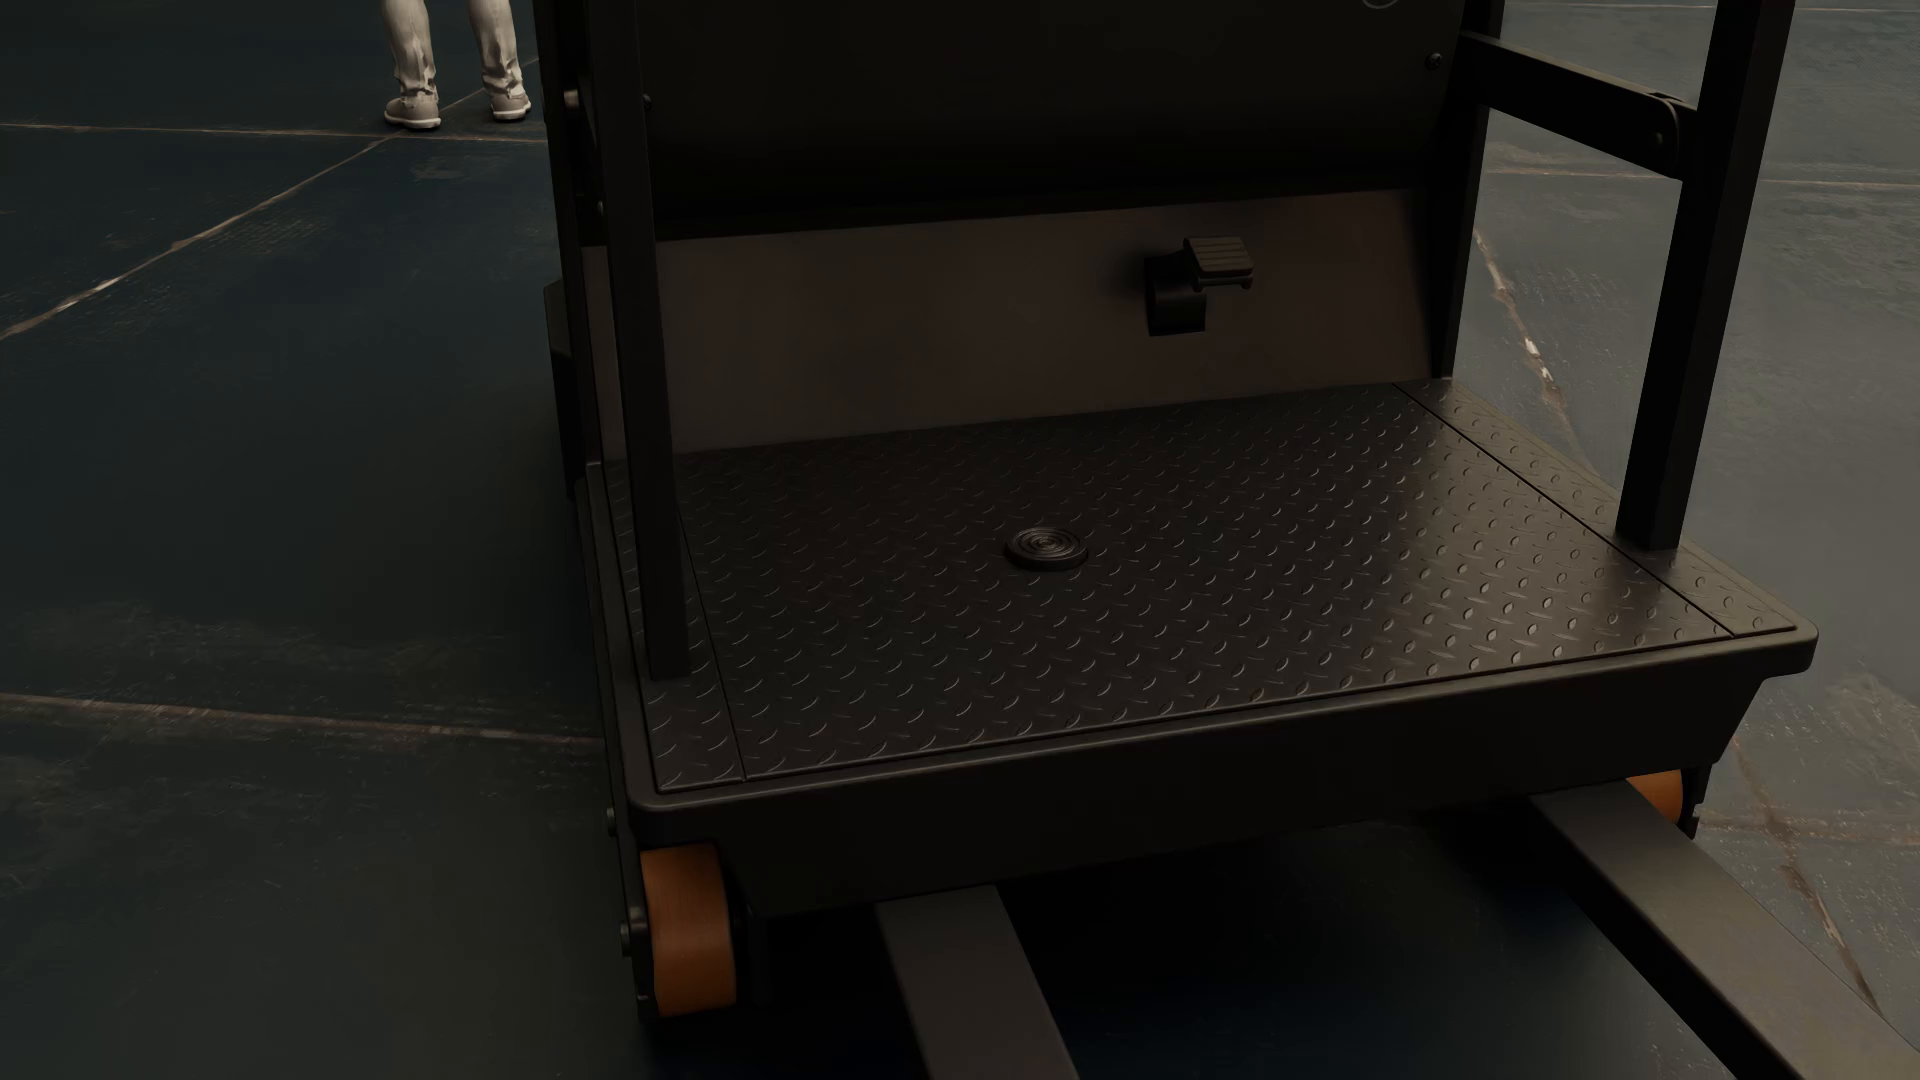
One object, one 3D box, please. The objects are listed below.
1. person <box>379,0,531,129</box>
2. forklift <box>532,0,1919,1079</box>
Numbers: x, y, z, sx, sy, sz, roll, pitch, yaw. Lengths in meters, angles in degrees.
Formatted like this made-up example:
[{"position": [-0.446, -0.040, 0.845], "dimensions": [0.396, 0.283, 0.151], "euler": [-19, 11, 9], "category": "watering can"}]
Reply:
[{"position": [-1.546, -2.011, 4.670], "dimensions": [0.546, 1.664, 0.376], "euler": [-15, 30, -27], "category": "person"}, {"position": [0.153, -1.049, 1.319], "dimensions": [1.130, 2.935, 3.031], "euler": [-7, 27, -13], "category": "forklift"}]
